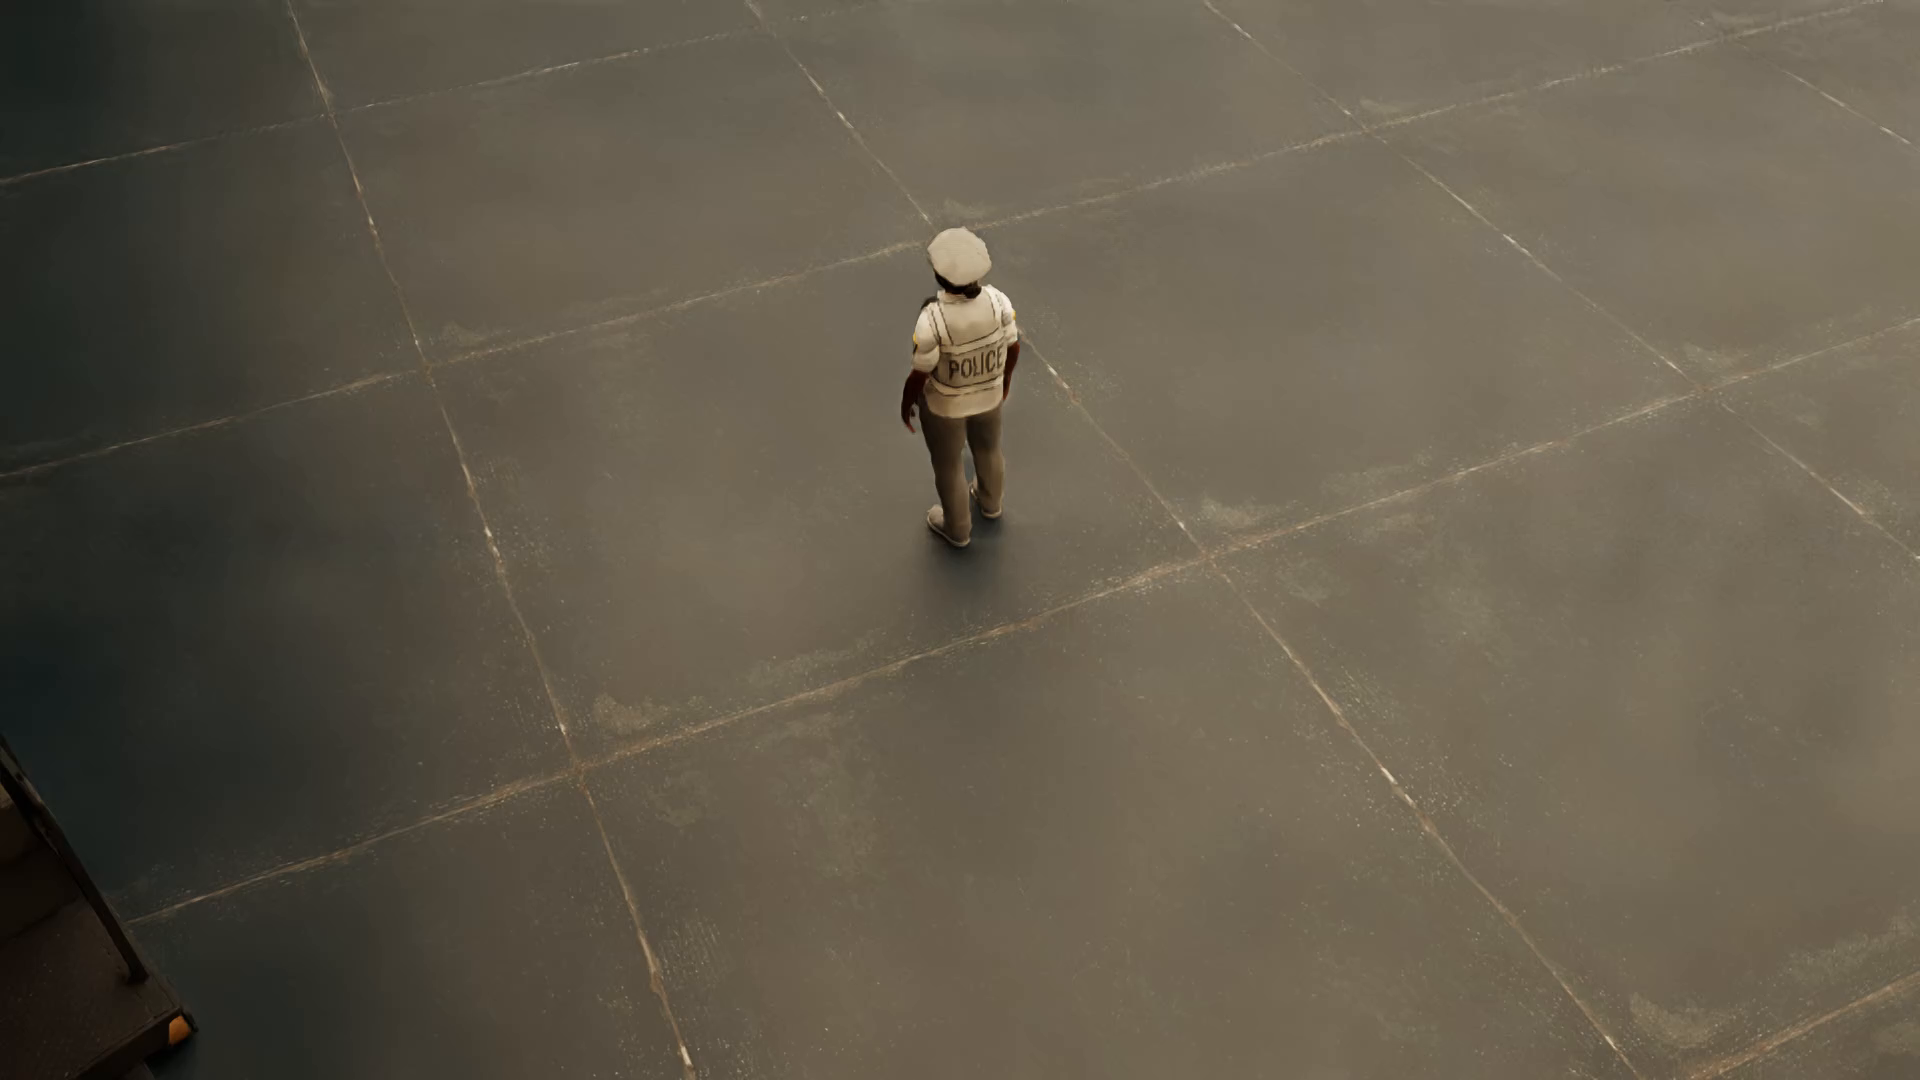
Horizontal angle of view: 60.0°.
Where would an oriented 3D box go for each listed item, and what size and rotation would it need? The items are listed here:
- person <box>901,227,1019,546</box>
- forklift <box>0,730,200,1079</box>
[{"bbox_3d":[-0.014,-0.677,7.301,0.570,1.695,0.529,-18,46,-18],"label":"person"},{"bbox_3d":[-3.346,0.793,4.830,1.130,2.935,3.031,-34,53,-31],"label":"forklift"}]
